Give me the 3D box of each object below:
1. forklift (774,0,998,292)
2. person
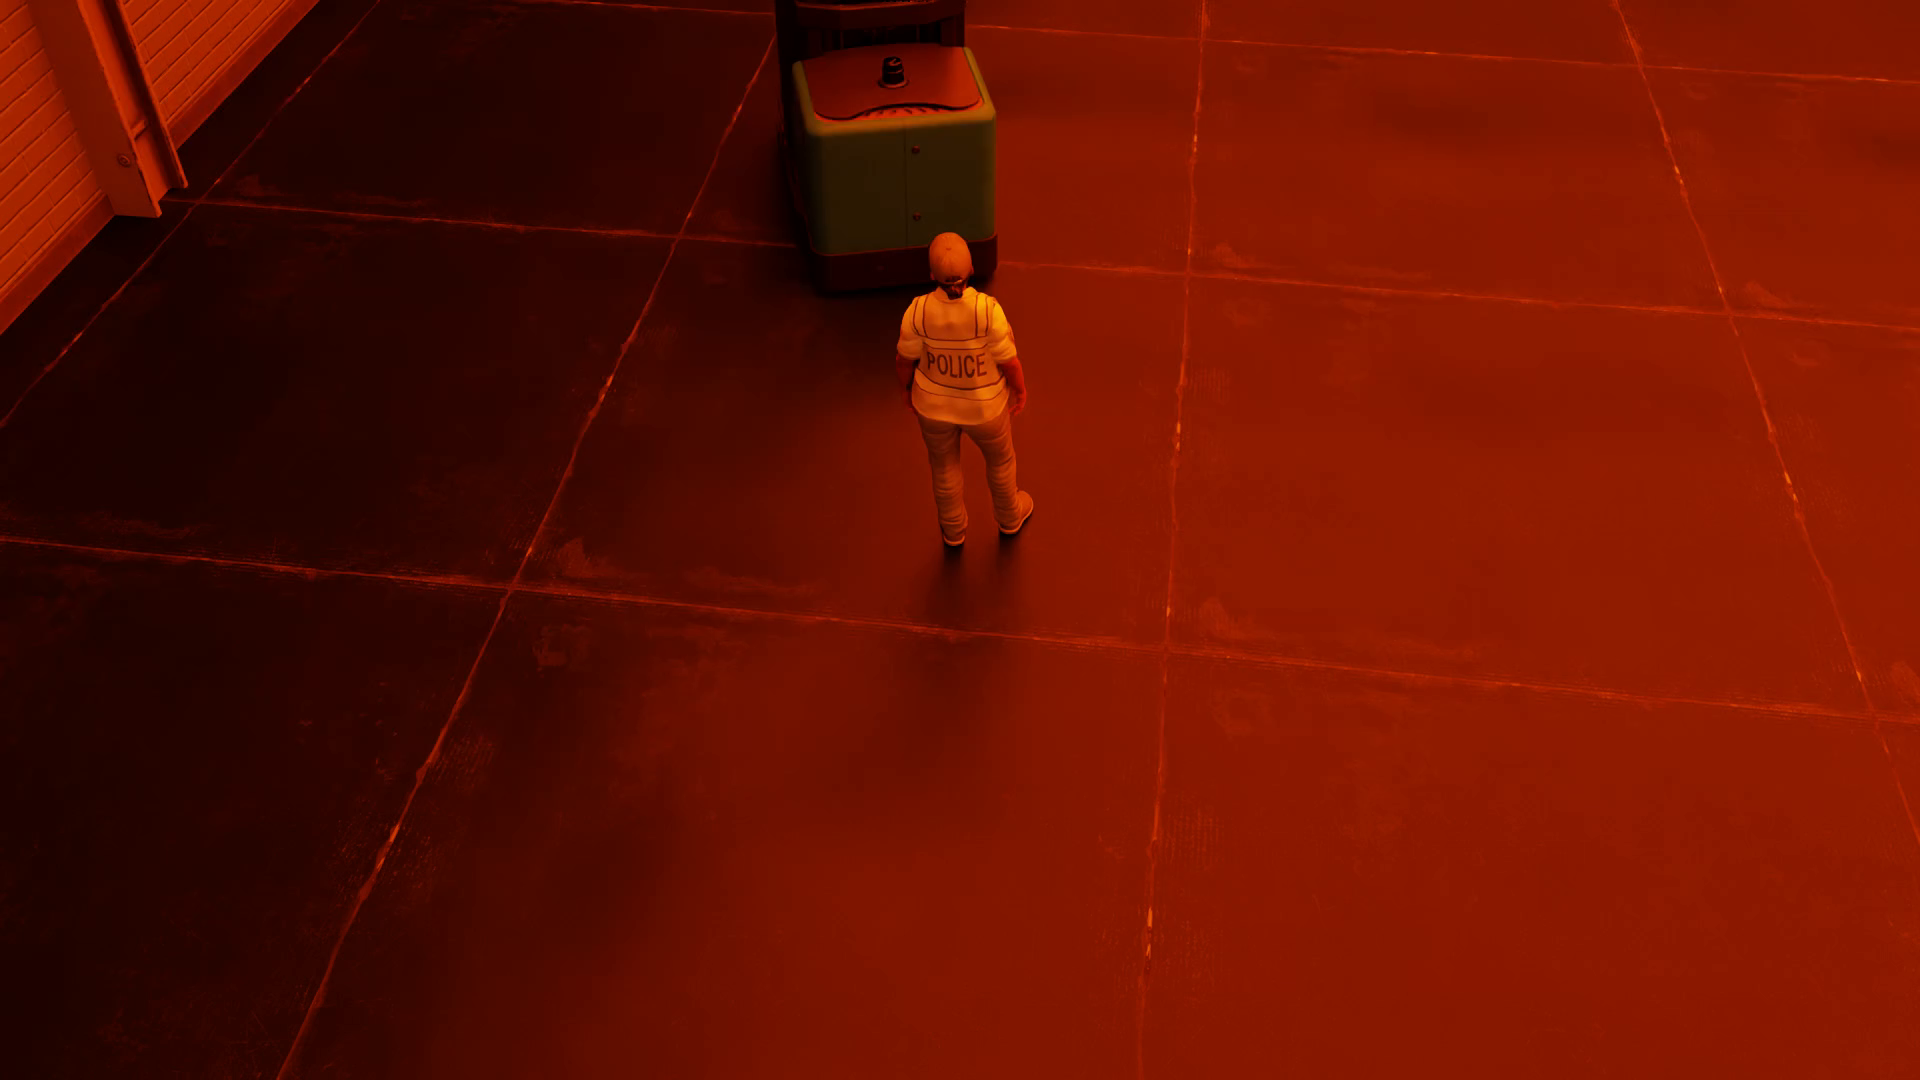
[{"bbox_3d":[-0.559,-3.471,9.503,1.130,2.935,3.031,-7,43,-8],"label":"forklift"},{"bbox_3d":[0.033,-0.669,7.375,0.598,1.670,0.529,5,43,6],"label":"person"}]
